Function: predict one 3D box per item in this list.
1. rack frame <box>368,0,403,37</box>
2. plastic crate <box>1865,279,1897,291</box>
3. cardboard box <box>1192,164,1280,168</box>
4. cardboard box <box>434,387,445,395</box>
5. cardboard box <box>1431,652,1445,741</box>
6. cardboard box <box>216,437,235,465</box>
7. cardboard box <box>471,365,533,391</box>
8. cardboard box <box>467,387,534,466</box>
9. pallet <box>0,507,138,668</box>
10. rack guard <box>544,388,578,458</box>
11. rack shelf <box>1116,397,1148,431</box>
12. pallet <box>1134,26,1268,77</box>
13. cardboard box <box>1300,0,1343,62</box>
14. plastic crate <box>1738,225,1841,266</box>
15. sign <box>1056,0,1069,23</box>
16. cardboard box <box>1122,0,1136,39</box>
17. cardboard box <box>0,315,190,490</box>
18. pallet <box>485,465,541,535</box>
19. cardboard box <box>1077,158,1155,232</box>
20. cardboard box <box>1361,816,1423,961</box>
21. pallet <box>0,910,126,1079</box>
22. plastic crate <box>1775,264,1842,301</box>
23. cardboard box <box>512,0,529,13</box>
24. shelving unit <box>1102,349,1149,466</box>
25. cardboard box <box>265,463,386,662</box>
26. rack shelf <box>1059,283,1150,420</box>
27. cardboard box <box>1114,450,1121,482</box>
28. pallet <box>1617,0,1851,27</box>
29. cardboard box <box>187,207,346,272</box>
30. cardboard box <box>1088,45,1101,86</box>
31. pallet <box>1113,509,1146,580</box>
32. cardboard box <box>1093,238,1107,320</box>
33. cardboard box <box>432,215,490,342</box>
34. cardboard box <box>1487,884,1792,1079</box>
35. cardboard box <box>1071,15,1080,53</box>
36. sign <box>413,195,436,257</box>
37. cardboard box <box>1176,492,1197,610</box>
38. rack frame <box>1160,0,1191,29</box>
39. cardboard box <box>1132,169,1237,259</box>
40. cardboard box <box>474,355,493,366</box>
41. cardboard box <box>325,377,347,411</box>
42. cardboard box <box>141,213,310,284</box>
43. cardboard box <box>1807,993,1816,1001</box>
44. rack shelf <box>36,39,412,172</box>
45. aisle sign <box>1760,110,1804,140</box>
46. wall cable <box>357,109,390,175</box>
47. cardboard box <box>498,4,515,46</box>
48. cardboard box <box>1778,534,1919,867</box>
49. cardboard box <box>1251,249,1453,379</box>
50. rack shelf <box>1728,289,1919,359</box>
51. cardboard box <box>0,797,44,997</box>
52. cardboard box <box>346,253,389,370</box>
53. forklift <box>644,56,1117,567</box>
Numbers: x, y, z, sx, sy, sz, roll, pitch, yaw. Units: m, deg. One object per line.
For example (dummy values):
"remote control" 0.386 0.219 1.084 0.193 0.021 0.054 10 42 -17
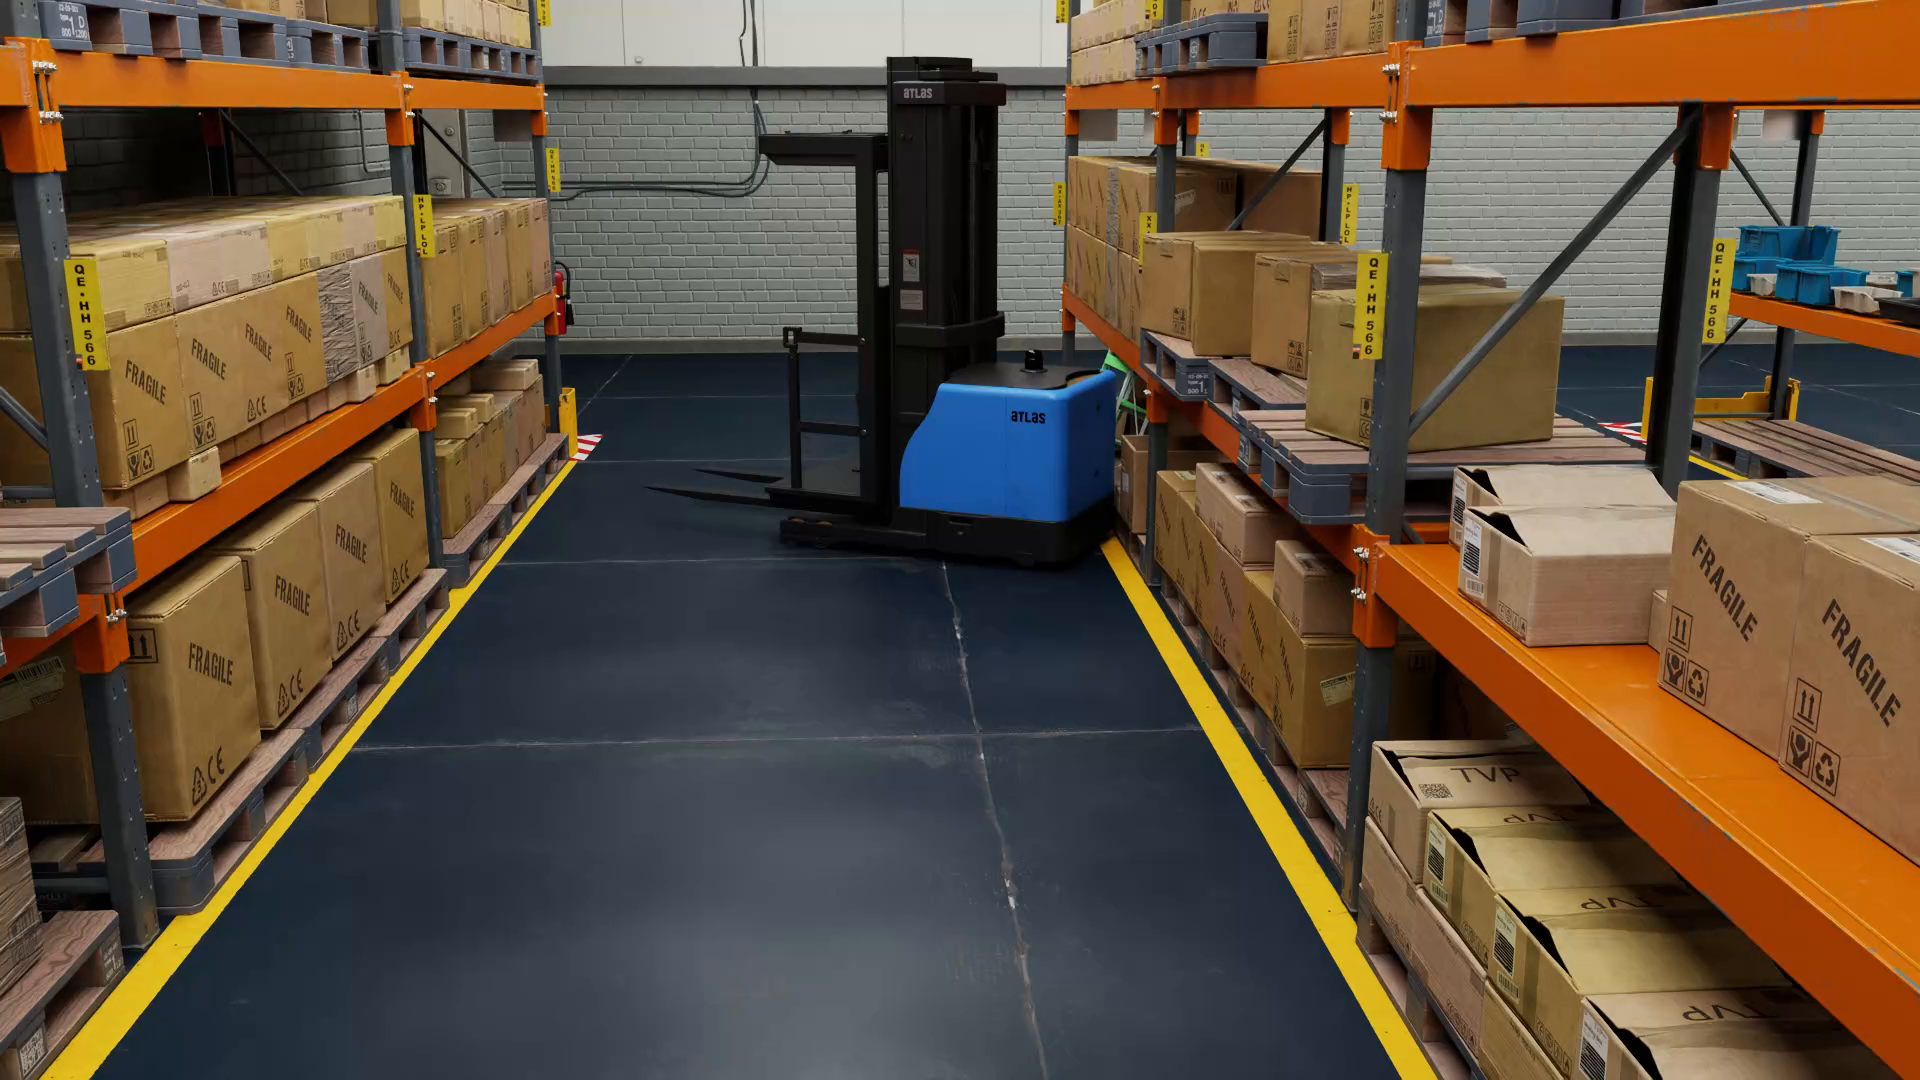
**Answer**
"rack frame" -3.379 -4.032 8.138 1.000 3.000 0.127 -1 14 -3
"plastic crate" 6.575 -1.761 11.761 0.298 0.136 0.250 -1 14 -3
"cardboard box" 1.753 -2.115 10.518 0.500 0.500 0.500 -1 14 -5
"cardboard box" -3.595 -0.906 10.899 0.380 0.149 0.250 -1 14 -4
"cardboard box" 2.032 0.540 6.540 0.500 0.500 0.500 -1 14 -5
"cardboard box" -3.022 -0.361 6.373 0.380 0.149 0.250 -1 14 -2
"cardboard box" -3.277 -1.163 11.900 0.380 0.149 0.250 0 14 -2
"cardboard box" -3.452 -0.817 11.857 0.700 0.500 0.500 -1 14 -4
"pallet" -2.980 0.137 4.361 1.213 0.211 1.003 -1 14 -3
"rack guard" -3.628 -0.917 13.087 1.175 0.500 0.348 -1 14 -3
"rack shelf" 1.015 -0.834 10.636 0.258 0.148 0.480 19 9 -17
"pallet" 1.536 -2.403 8.202 1.213 0.211 1.003 -1 14 -3
"cardboard box" 1.721 -1.945 5.847 0.910 0.500 0.500 -1 14 -3
"plastic crate" 6.469 -2.240 13.022 0.616 0.435 0.499 -1 14 -3
"sign" 0.776 -4.067 12.538 0.100 0.325 0.005 -1 14 -3
"cardboard box" 1.237 -3.067 9.707 0.500 0.250 0.500 -1 14 -3
"cardboard box" -2.906 -0.459 5.452 0.500 0.500 0.500 0 14 -2
"pallet" -3.426 -0.271 11.155 1.003 0.211 1.213 -1 14 -3
"cardboard box" 1.122 -2.487 11.966 0.500 0.500 0.500 -1 14 -3
"cardboard box" 1.552 1.054 5.087 0.500 0.250 0.500 -1 14 -4
"pallet" -3.084 1.413 4.612 1.003 0.211 1.213 -1 14 -3
"plastic crate" 6.030 -1.829 11.829 0.416 0.233 0.300 -1 14 -3
"cardboard box" -3.309 -3.939 11.548 0.500 0.500 0.500 -1 14 -4
"shelving unit" 0.952 -0.672 10.662 0.258 1.200 0.503 19 9 -17
"cardboard box" -3.151 0.092 7.622 0.750 0.750 0.750 0 14 -2
"rack shelf" 1.441 -1.353 11.210 1.077 0.370 4.000 -1 14 -3
"cardboard box" 1.200 -0.439 10.726 0.500 0.311 0.500 -1 14 -3
"pallet" 2.017 -1.125 3.239 1.003 0.211 1.213 0 14 -1
"cardboard box" -3.041 -1.326 7.316 0.500 0.250 0.500 -1 14 -2
"cardboard box" 1.146 -3.198 11.219 0.500 0.250 0.500 -1 14 -3
"pallet" 1.524 -0.024 10.198 1.003 0.211 1.213 -1 14 -3
"cardboard box" 1.177 -1.756 11.129 0.500 0.500 0.500 -1 14 -3
"cardboard box" -3.436 -1.589 10.080 0.980 0.700 0.700 -1 14 -5
"cardboard box" 1.623 1.039 4.016 0.500 0.311 0.500 -1 14 -5
"cardboard box" 1.089 -3.689 12.124 0.500 0.250 0.500 -1 14 -3
"sign" -2.838 -1.660 8.793 0.100 0.325 0.005 -1 14 -3
"cardboard box" 1.396 0.050 8.446 0.500 0.500 0.500 -1 14 -3
"rack frame" 1.565 -4.110 8.439 1.000 3.000 0.127 -1 14 -3
"cardboard box" 1.276 -1.859 9.523 0.500 0.500 0.500 -1 14 -3
"cardboard box" -3.691 -1.284 12.369 0.380 0.149 0.250 -1 14 -3
"cardboard box" -3.041 -0.681 7.617 0.380 0.149 0.250 -1 14 -3
"cardboard box" -3.008 -1.199 6.824 0.500 0.250 0.500 -1 14 -5
"cardboard box" 2.187 1.153 3.575 0.500 0.311 0.500 0 14 -2
"rack shelf" -3.255 -1.734 6.669 1.077 0.370 4.000 -1 14 -3
"aisle sign" 6.549 -3.556 13.110 0.394 0.787 0.004 -1 14 -3
"wall cable" -4.650 -2.917 13.807 0.084 1.984 1.851 -1 14 -3
"cardboard box" -3.283 -3.446 11.137 0.500 0.250 0.500 -1 14 -6
"cardboard box" 1.966 0.290 3.178 0.500 0.500 0.500 -1 14 -3
"cardboard box" 1.736 -1.018 7.418 0.700 0.500 0.500 -5 15 -18
"rack shelf" 6.385 -1.429 11.503 1.077 0.370 4.000 -1 14 -3
"cardboard box" -3.034 1.044 4.583 0.700 0.500 0.500 -1 14 -3
"cardboard box" -3.057 -1.091 7.910 0.500 0.500 0.500 -1 14 -3
"forklift" -0.575 -1.482 10.406 3.031 2.935 1.130 6 16 23
